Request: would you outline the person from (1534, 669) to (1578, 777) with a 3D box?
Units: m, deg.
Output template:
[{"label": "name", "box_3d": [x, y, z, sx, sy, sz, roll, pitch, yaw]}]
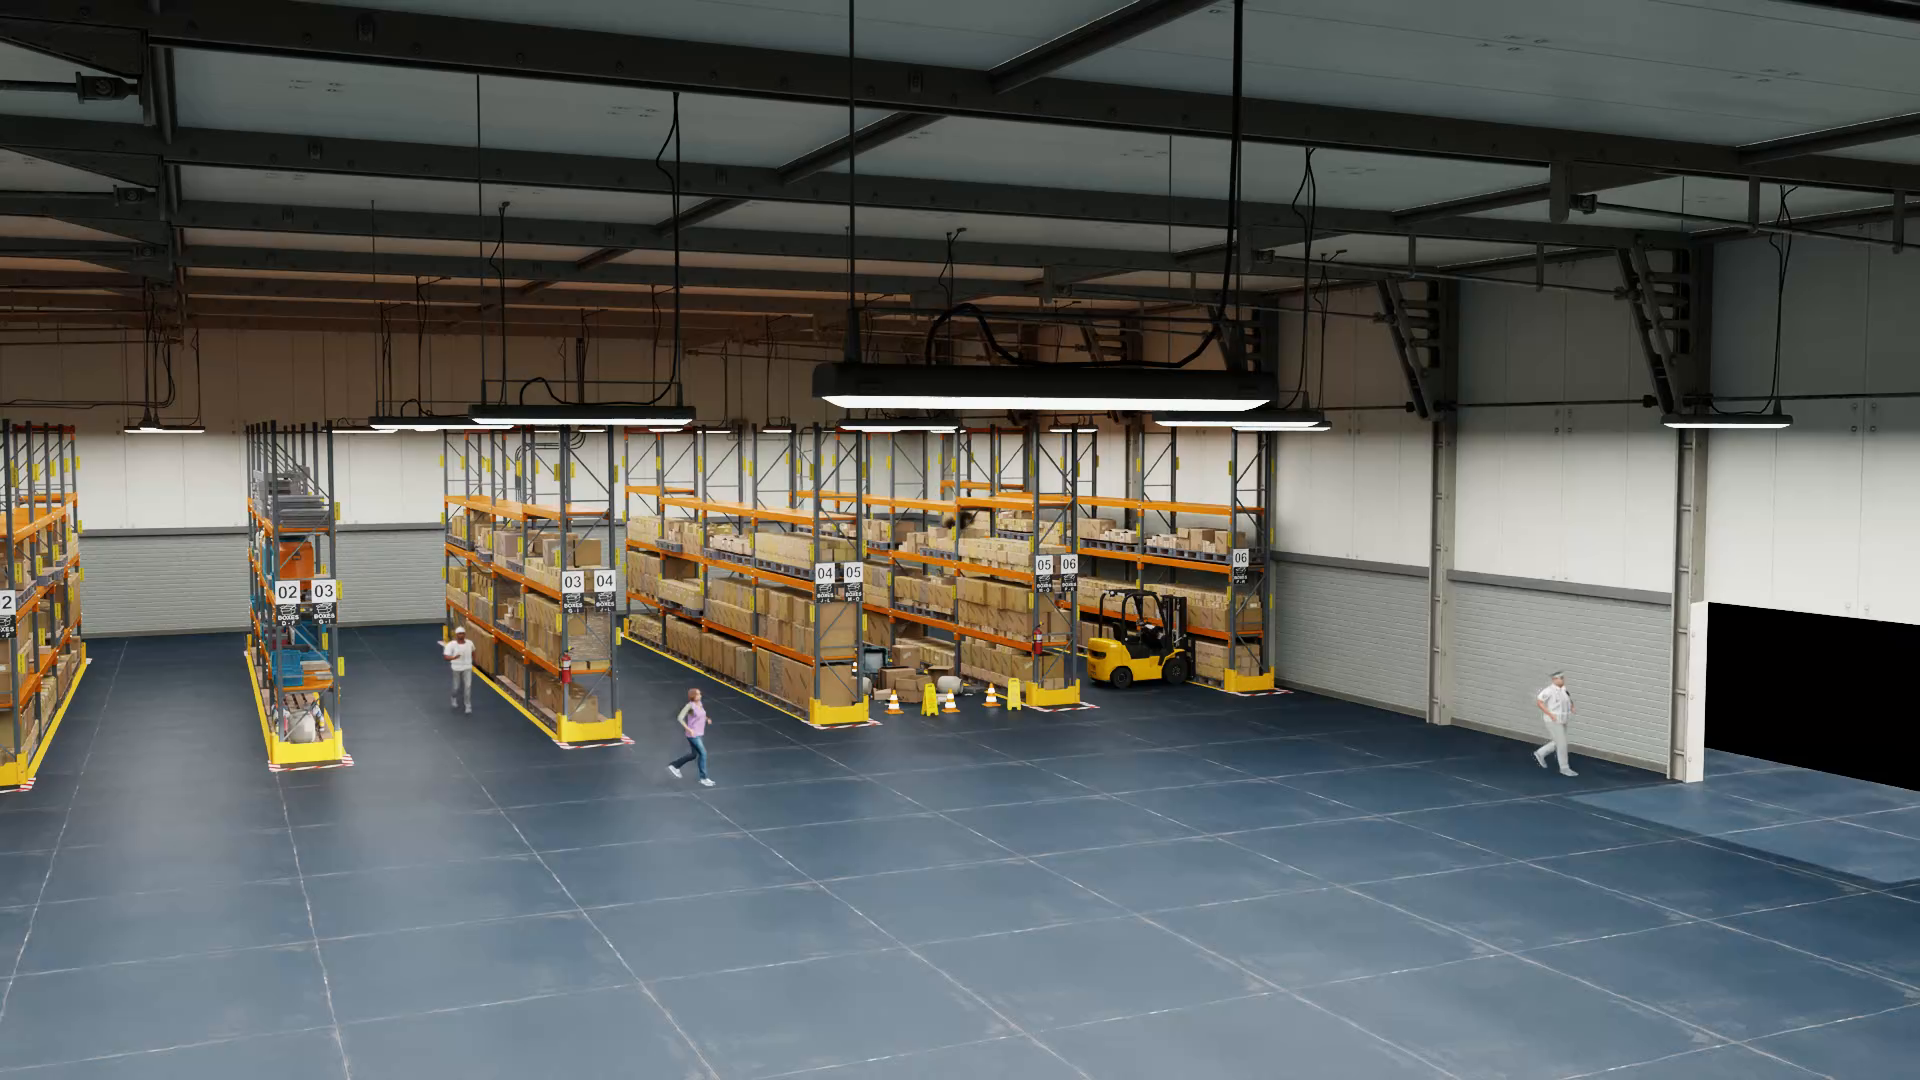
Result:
[{"label": "person", "box_3d": [10.092, 3.067, 28.167, 0.667, 1.778, 0.860, -3, 5, -43]}]

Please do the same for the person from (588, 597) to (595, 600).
[{"label": "person", "box_3d": [-10.230, 2.018, 46.014, 0.685, 1.681, 0.547, -1, 4, -13]}]

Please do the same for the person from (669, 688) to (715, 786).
[{"label": "person", "box_3d": [-4.399, 3.221, 27.321, 0.802, 1.604, 0.528, 1, 4, 12]}]

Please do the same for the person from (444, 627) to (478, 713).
[{"label": "person", "box_3d": [-10.312, 2.665, 34.395, 0.703, 1.747, 0.987, -2, 4, -28]}]
